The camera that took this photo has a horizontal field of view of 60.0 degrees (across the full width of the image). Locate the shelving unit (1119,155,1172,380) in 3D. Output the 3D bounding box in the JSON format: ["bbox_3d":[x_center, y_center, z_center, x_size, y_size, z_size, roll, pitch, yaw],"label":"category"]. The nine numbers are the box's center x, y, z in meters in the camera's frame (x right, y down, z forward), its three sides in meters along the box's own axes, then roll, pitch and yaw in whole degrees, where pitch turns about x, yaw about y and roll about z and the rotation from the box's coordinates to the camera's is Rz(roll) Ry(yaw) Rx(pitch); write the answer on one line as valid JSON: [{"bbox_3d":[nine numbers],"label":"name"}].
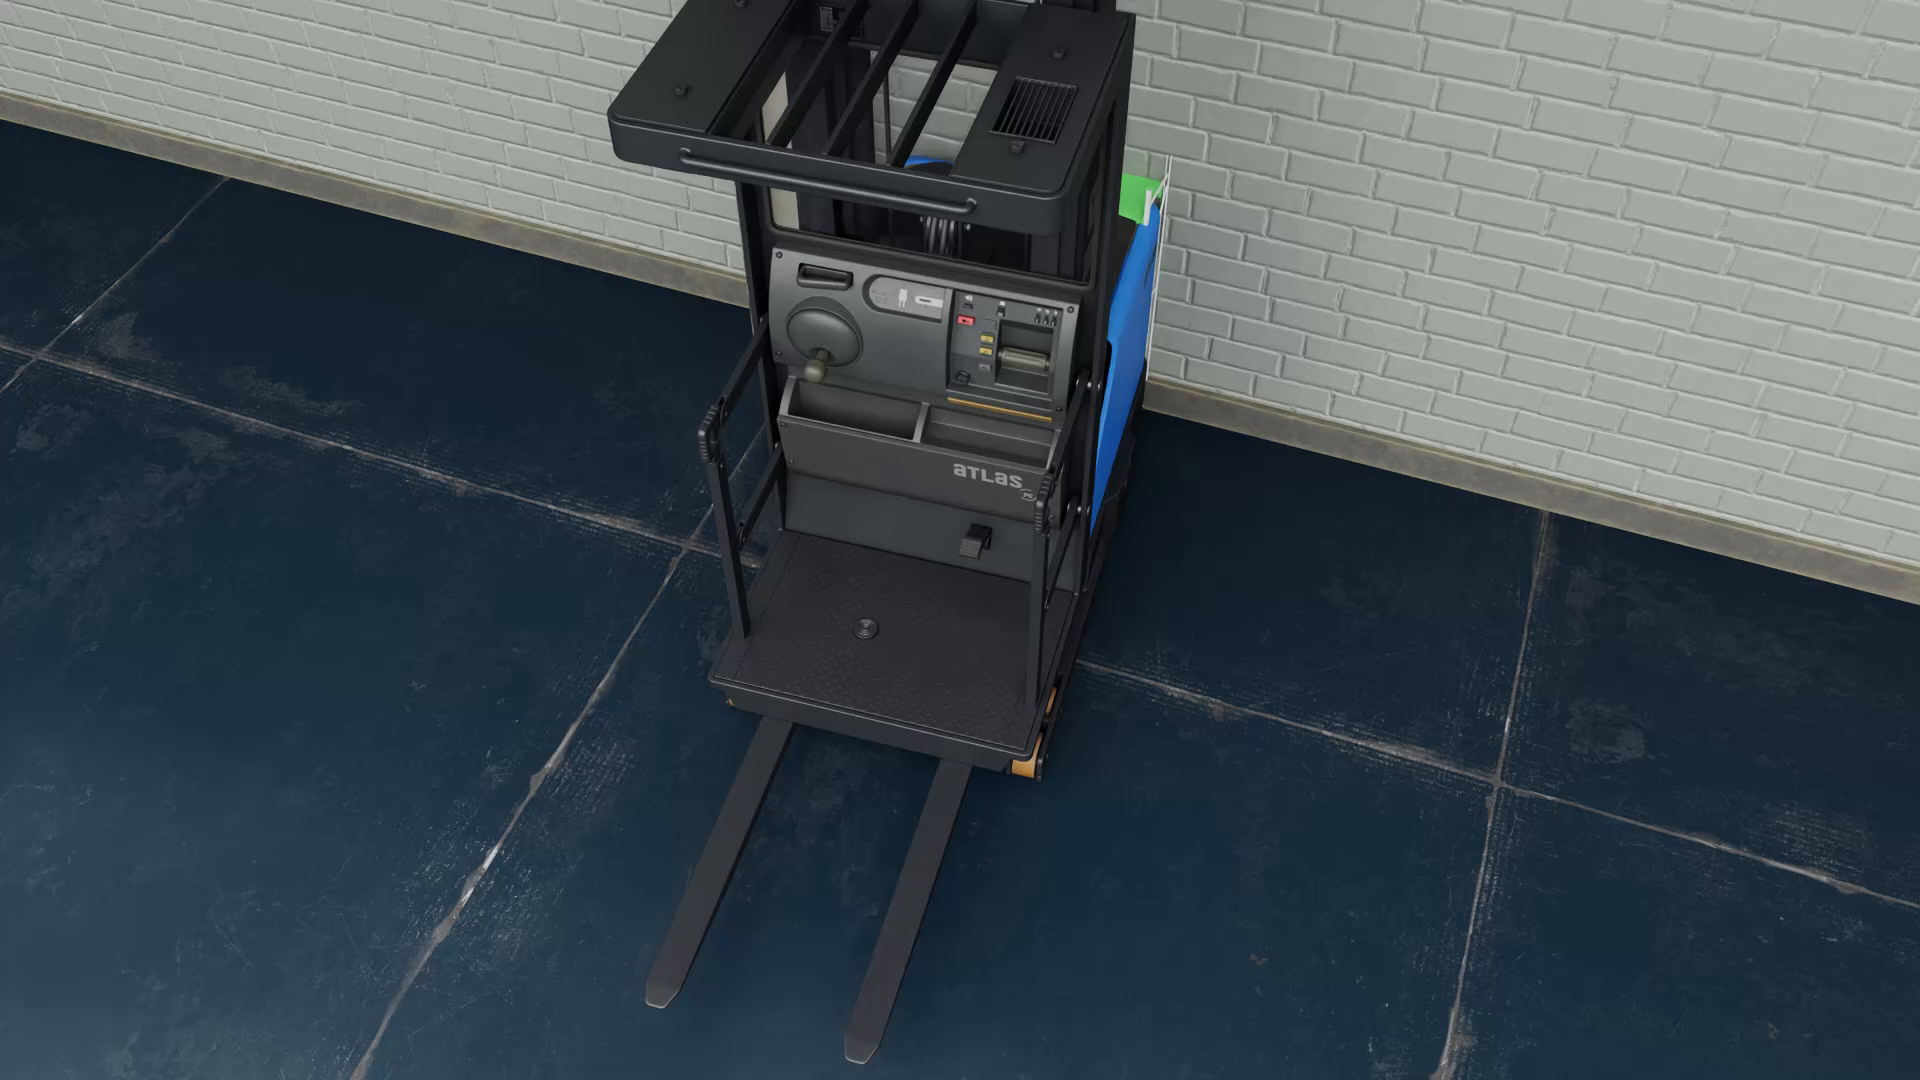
[{"bbox_3d":[0.468,-0.946,6.261,0.503,1.200,0.258,18,51,15],"label":"shelving unit"}]

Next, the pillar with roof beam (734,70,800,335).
[{"bbox_3d":[-2.104,-0.710,0.910,0.400,9.000,9.100,16,51,13],"label":"pillar with roof beam"}]

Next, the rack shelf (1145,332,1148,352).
[{"bbox_3d":[0.468,-0.744,6.487,0.480,0.148,0.258,18,51,15],"label":"rack shelf"}]

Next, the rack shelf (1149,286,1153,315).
[{"bbox_3d":[0.468,-0.904,6.308,0.480,0.148,0.258,18,51,15],"label":"rack shelf"}]

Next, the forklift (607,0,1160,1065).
[{"bbox_3d":[-0.172,-0.507,4.749,1.130,2.935,3.031,12,50,10],"label":"forklift"}]

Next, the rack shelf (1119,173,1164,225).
[{"bbox_3d":[0.467,-1.223,5.950,0.480,0.148,0.258,18,51,15],"label":"rack shelf"}]

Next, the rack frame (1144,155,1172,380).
[{"bbox_3d":[0.691,-0.874,6.196,0.015,1.200,0.240,18,51,15],"label":"rack frame"}]
